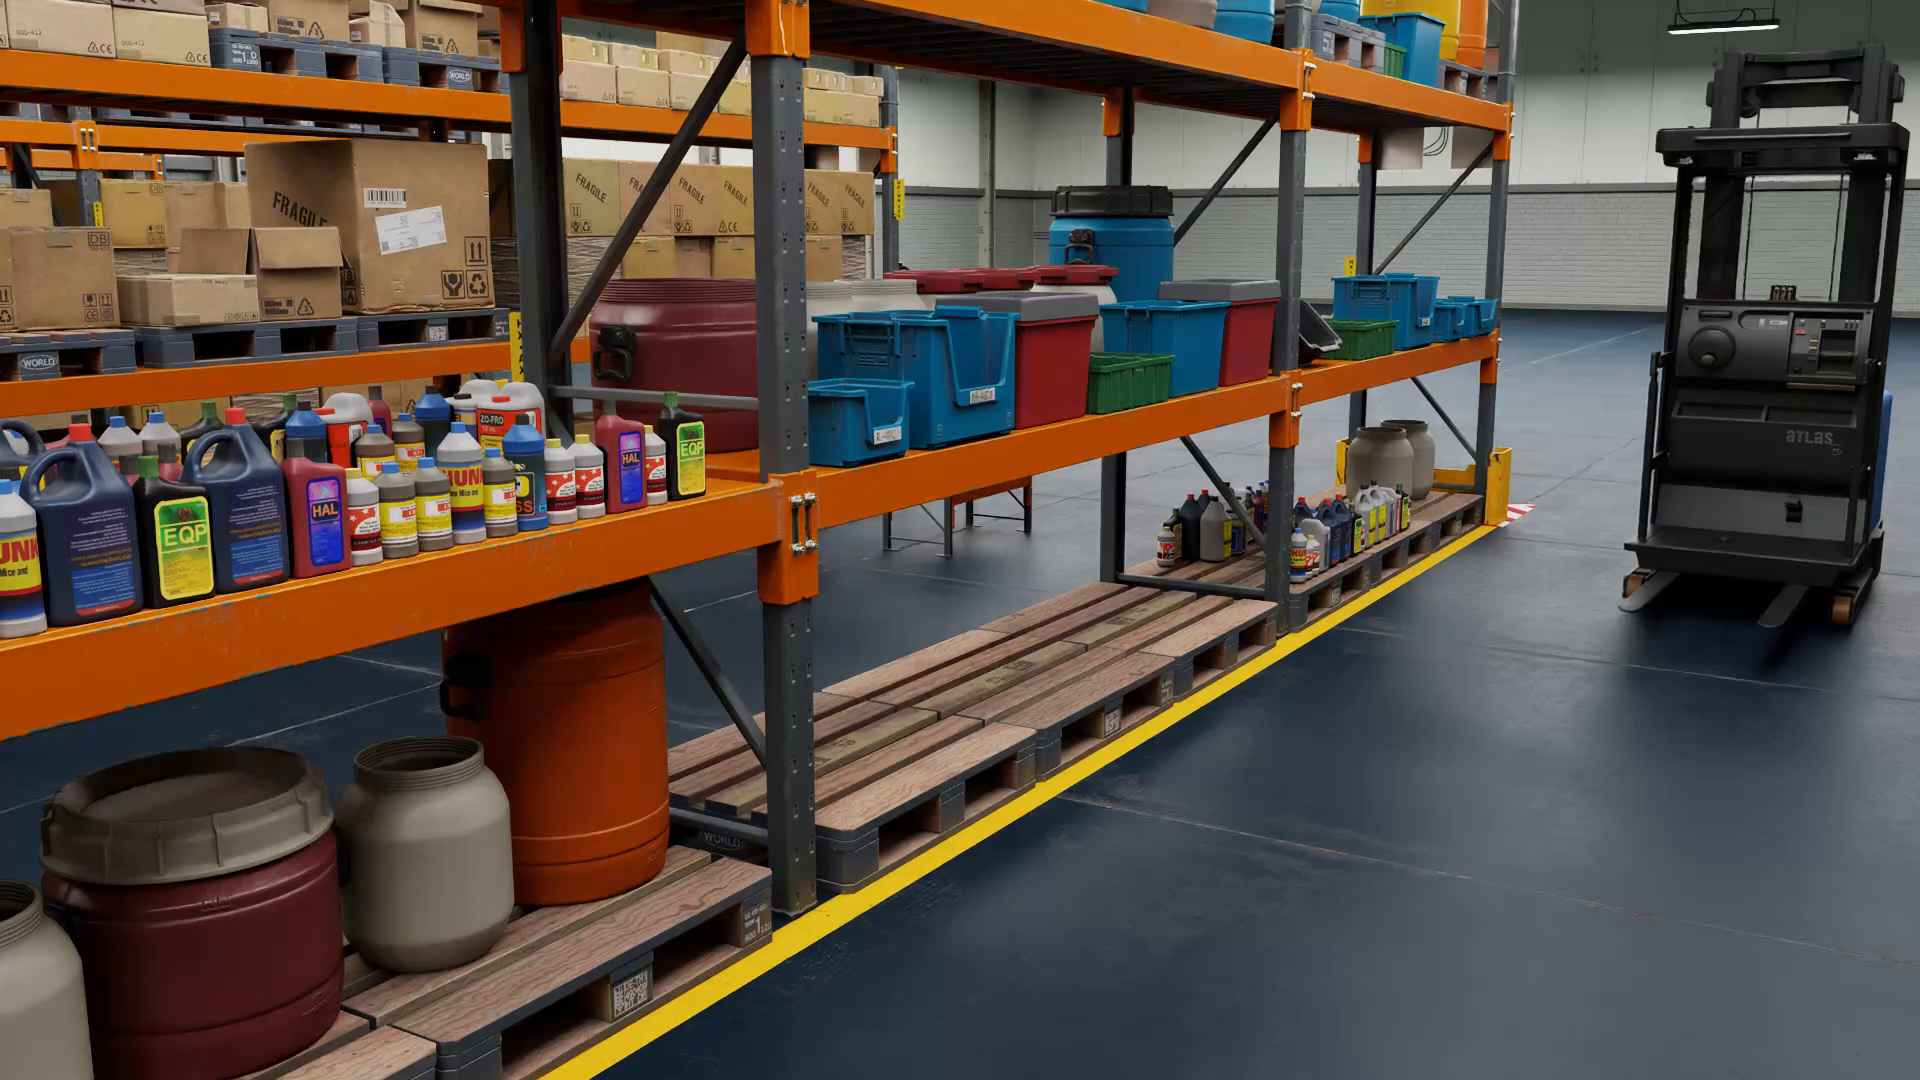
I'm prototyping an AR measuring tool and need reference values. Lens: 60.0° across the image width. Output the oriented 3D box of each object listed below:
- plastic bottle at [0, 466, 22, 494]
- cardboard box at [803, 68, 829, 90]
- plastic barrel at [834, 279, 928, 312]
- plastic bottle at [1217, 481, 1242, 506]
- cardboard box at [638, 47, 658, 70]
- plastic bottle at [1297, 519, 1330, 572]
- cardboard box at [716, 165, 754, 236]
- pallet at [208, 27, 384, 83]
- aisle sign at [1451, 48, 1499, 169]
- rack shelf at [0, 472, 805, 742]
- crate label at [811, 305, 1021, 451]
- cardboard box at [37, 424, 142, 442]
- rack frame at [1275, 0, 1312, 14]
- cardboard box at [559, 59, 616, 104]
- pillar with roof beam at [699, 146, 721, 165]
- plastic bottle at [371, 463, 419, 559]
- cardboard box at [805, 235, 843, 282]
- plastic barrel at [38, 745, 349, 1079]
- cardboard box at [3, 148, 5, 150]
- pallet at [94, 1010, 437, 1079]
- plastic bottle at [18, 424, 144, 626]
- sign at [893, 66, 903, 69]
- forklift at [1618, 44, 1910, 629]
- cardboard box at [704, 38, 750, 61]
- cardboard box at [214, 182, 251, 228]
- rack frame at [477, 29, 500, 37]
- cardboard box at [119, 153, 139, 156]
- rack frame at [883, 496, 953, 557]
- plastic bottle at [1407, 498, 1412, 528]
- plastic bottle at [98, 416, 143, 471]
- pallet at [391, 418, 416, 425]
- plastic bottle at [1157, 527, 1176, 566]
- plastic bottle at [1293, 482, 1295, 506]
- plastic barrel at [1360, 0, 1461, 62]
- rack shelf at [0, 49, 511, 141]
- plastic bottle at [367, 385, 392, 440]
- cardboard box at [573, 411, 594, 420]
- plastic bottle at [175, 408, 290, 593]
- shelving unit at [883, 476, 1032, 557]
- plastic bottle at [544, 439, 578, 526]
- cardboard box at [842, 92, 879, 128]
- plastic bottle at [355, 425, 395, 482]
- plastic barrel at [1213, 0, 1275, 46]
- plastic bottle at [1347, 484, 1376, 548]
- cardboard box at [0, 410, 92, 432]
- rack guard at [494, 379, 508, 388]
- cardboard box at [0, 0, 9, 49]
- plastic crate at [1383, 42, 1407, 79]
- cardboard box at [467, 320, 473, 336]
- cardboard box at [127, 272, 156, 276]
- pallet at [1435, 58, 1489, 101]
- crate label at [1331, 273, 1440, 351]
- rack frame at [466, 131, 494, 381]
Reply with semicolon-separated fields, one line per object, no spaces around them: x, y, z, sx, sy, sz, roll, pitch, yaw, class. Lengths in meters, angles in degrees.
-1.735;0.001;3.060;0.097;0.271;0.097;0;11;0;plastic bottle
-1.238;-3.542;12.810;0.380;0.149;0.250;6;12;31;cardboard box
-0.317;-0.716;6.238;0.421;0.512;0.421;0;11;0;plastic barrel
1.545;-0.166;9.605;0.144;0.351;0.185;6;12;30;plastic bottle
-2.281;-3.265;11.330;0.380;0.149;0.250;7;13;32;cardboard box
1.874;0.019;8.821;0.152;0.276;0.135;7;13;33;plastic bottle
-1.824;-2.485;12.195;0.500;0.500;0.500;6;12;31;cardboard box
-3.991;-2.647;9.213;1.213;0.211;1.003;6;12;31;pallet
3.558;-2.931;11.311;0.394;0.787;0.004;6;12;31;aisle sign
-1.925;0.256;3.307;1.077;0.370;4.000;6;12;31;rack shelf
-0.140;-0.560;5.614;0.502;0.435;0.616;6;12;31;crate label
-4.531;-0.435;8.598;0.500;0.250;0.500;8;13;37;cardboard box
1.190;-3.990;7.729;1.000;3.000;0.127;6;12;31;rack frame
-2.591;-2.962;10.794;0.500;0.250;0.500;6;12;28;cardboard box
-1.788;-8.909;34.004;9.100;9.000;0.548;6;12;31;pillar with roof beam
-1.231;-0.066;3.610;0.097;0.201;0.097;0;11;0;plastic bottle
-1.433;-2.165;13.203;0.875;0.500;0.500;6;12;31;cardboard box
-1.713;0.822;3.736;0.600;0.588;0.708;6;12;31;plastic barrel
-10.071;-4.160;17.469;0.380;0.149;0.250;6;12;29;cardboard box
-1.895;1.277;3.473;1.003;0.211;1.213;6;12;31;pallet
-1.609;-0.033;3.028;0.144;0.351;0.185;6;12;31;plastic bottle
-0.503;-3.997;13.511;0.100;0.325;0.005;6;12;31;sign
4.241;-1.091;8.731;1.130;2.935;3.031;7;13;32;forklift
-1.555;-3.791;12.379;0.500;0.500;0.500;6;12;31;cardboard box
-6.425;-2.833;14.509;0.875;0.550;0.550;6;12;31;cardboard box
-3.043;-4.464;10.257;1.000;3.000;0.127;6;12;31;rack frame
-9.382;-4.359;18.531;0.380;0.149;0.250;6;12;31;cardboard box
-0.267;-0.472;10.332;0.500;1.125;0.032;6;12;31;rack frame
2.688;-0.181;10.092;0.097;0.201;0.097;0;11;0;plastic bottle
-1.951;-0.151;3.874;0.097;0.271;0.097;0;11;0;plastic bottle
-5.501;-1.130;16.330;1.003;0.211;1.213;6;12;31;pallet
1.112;0.031;8.962;0.097;0.201;0.097;0;11;0;plastic bottle
2.059;-0.291;10.488;0.097;0.271;0.097;0;11;0;plastic bottle
2.783;-3.253;10.287;0.600;0.588;0.600;0;11;0;plastic barrel
-4.082;-2.321;8.919;1.077;0.370;4.000;6;12;31;rack shelf
-1.597;-0.271;4.480;0.061;0.283;0.133;6;12;31;plastic bottle
-2.511;-0.642;11.801;0.500;0.500;0.500;-9;14;-39;cardboard box
-1.444;-0.083;3.295;0.144;0.351;0.185;6;12;31;plastic bottle
-0.004;-0.552;10.759;0.538;1.125;1.048;6;12;31;shelving unit
-0.978;-0.143;4.018;0.097;0.201;0.097;0;11;0;plastic bottle
-1.000;-3.444;13.372;0.500;0.250;0.500;7;13;32;cardboard box
-1.512;-0.196;4.304;0.097;0.201;0.097;0;11;0;plastic bottle
1.111;-2.662;7.421;0.600;0.901;0.708;6;12;31;plastic barrel
2.282;-0.140;9.467;0.144;0.351;0.185;6;12;30;plastic bottle
-7.475;-0.999;13.026;1.050;0.750;0.750;6;12;30;cardboard box
-5.141;-1.409;17.035;1.175;0.500;0.348;6;12;31;rack guard
-4.658;-2.336;7.451;0.500;0.250;0.500;7;12;32;cardboard box
2.242;-2.634;9.211;0.336;0.188;0.450;6;12;31;plastic crate
-3.183;-1.453;11.163;0.380;0.149;0.250;6;12;31;cardboard box
-4.485;-1.314;8.961;0.396;0.266;0.258;6;12;29;cardboard box
2.753;-2.932;10.738;1.003;0.211;1.213;6;12;31;pallet
2.542;-1.373;9.954;0.502;0.435;0.616;6;12;31;crate label
-5.153;-2.634;16.785;1.000;3.000;0.127;6;12;31;rack frame
